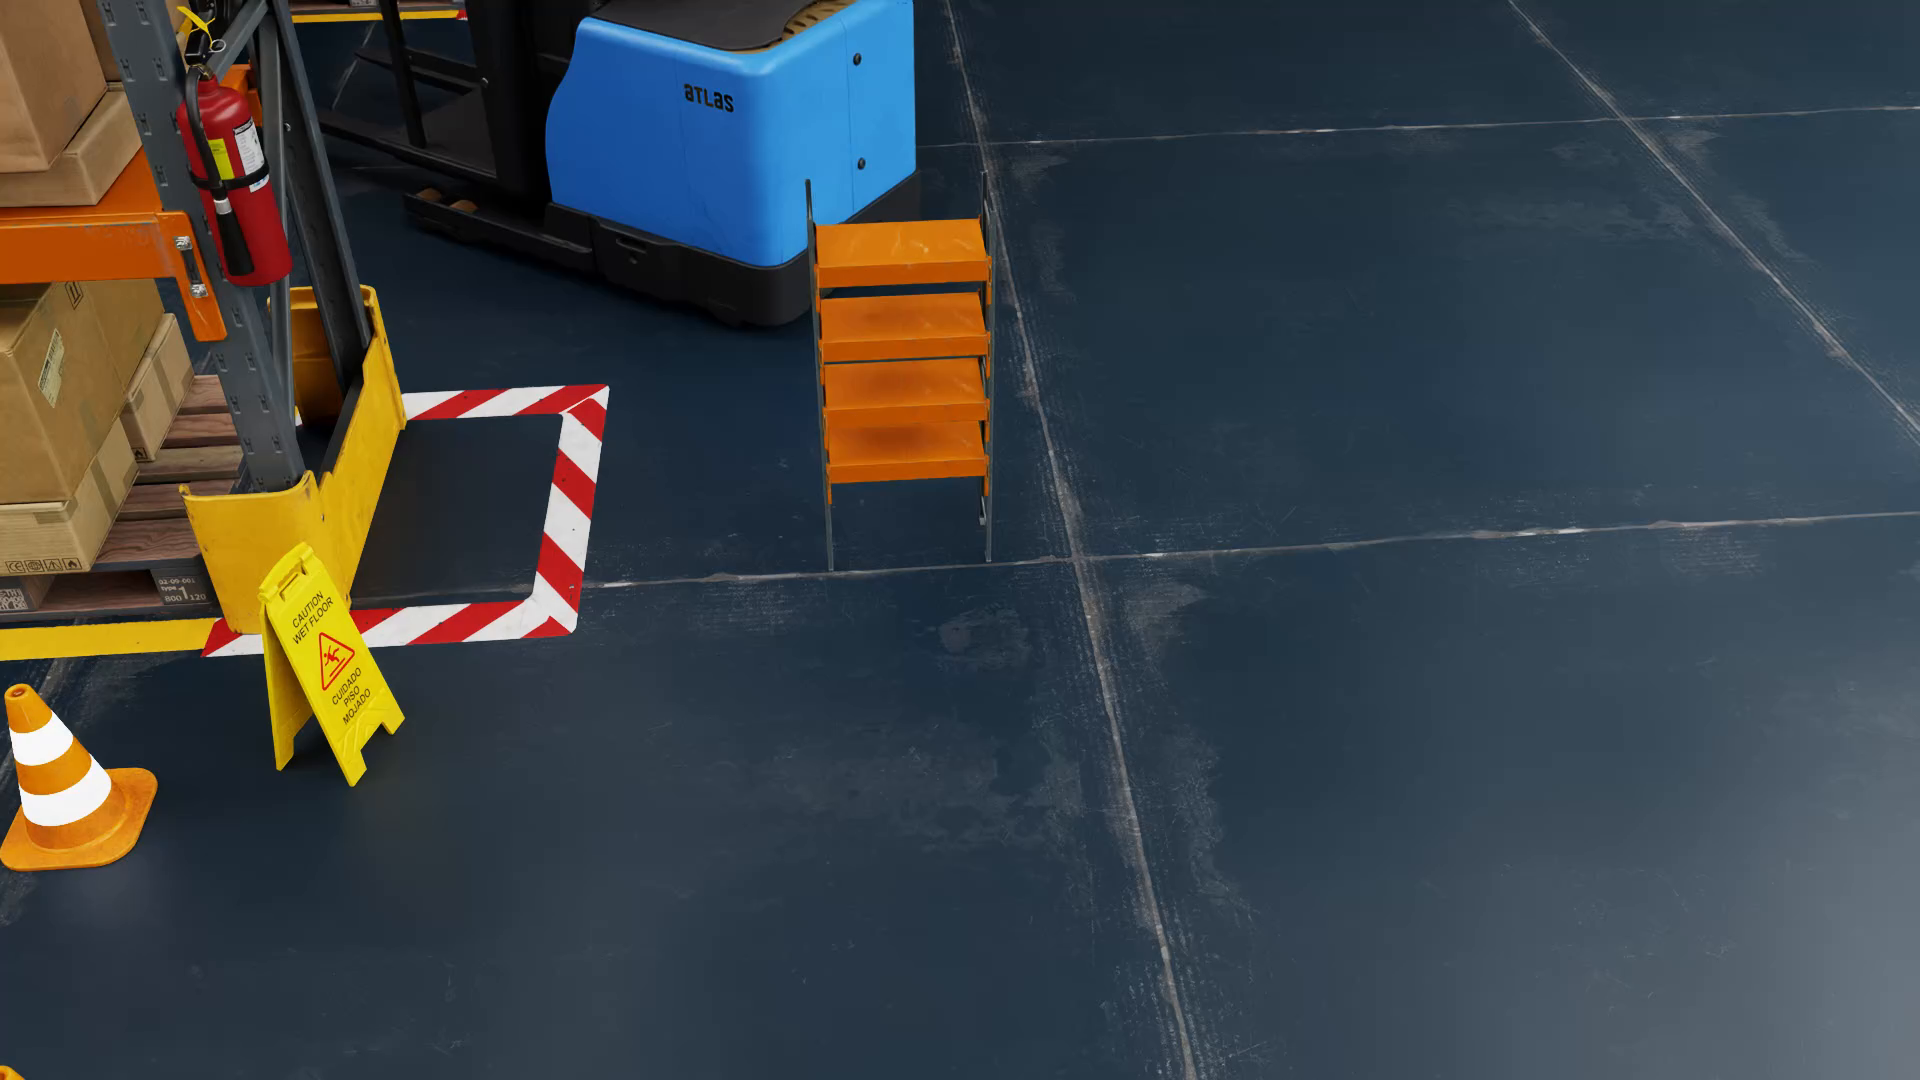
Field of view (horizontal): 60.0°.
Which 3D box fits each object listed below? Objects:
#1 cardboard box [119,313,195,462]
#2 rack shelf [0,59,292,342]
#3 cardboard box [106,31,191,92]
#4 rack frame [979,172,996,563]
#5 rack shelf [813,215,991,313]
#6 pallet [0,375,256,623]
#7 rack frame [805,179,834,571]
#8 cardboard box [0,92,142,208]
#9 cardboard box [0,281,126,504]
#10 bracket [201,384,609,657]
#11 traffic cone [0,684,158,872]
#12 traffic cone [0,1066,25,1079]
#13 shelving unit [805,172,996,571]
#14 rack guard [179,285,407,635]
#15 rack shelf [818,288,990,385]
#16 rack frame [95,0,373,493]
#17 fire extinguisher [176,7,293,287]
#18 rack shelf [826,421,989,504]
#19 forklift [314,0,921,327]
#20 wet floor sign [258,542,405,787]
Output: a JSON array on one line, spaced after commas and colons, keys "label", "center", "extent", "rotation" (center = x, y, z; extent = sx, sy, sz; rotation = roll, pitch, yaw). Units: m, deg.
[{"label": "cardboard box", "center": [-2.800, -0.481, 5.318], "extent": [0.500, 0.250, 0.500], "rotation": [-3, 38, -4]}, {"label": "rack shelf", "center": [-3.964, -0.877, 4.520], "extent": [4.000, 0.370, 1.077], "rotation": [-3, 38, -4]}, {"label": "cardboard box", "center": [-2.329, -1.279, 4.652], "extent": [0.250, 0.149, 0.380], "rotation": [-3, 38, -4]}, {"label": "rack frame", "center": [0.078, -0.475, 4.884], "extent": [0.015, 1.200, 0.240], "rotation": [-3, 38, -4]}, {"label": "rack shelf", "center": [-0.165, -0.770, 4.623], "extent": [0.480, 0.148, 0.258], "rotation": [-3, 38, -4]}, {"label": "pallet", "center": [-2.860, -0.147, 5.266], "extent": [1.213, 0.211, 1.003], "rotation": [-3, 38, -4]}, {"label": "rack frame", "center": [-0.408, -0.449, 4.850], "extent": [0.015, 1.200, 0.240], "rotation": [-3, 38, -4]}, {"label": "cardboard box", "center": [-2.326, -1.018, 4.321], "extent": [0.250, 0.149, 0.380], "rotation": [-2, 38, -2]}, {"label": "cardboard box", "center": [-2.747, -0.444, 4.666], "extent": [0.500, 0.500, 0.500], "rotation": [-3, 38, -4]}, {"label": "bracket", "center": [-1.724, -0.110, 5.390], "extent": [1.079, 0.001, 1.378], "rotation": [-3, 38, -4]}, {"label": "traffic cone", "center": [-2.286, 0.547, 4.184], "extent": [0.334, 0.463, 0.336], "rotation": [-3, 38, -4]}, {"label": "traffic cone", "center": [-1.849, 1.213, 3.339], "extent": [0.334, 0.463, 0.336], "rotation": [-3, 38, -4]}, {"label": "shelving unit", "center": [-0.165, -0.462, 4.867], "extent": [0.503, 1.200, 0.258], "rotation": [-3, 38, -4]}, {"label": "rack guard", "center": [-2.048, -0.283, 5.205], "extent": [0.348, 0.500, 1.175], "rotation": [-3, 38, -4]}, {"label": "rack shelf", "center": [-0.165, -0.585, 4.770], "extent": [0.480, 0.148, 0.258], "rotation": [-3, 38, -4]}, {"label": "rack frame", "center": [-1.972, -1.269, 4.436], "extent": [0.127, 3.000, 1.000], "rotation": [-3, 38, -4]}, {"label": "fire extinguisher", "center": [-1.818, -0.960, 4.108], "extent": [0.183, 0.674, 0.296], "rotation": [-3, 38, -4]}, {"label": "rack shelf", "center": [-0.165, -0.253, 5.032], "extent": [0.480, 0.148, 0.258], "rotation": [-3, 38, -4]}, {"label": "forklift", "center": [-1.686, -2.623, 6.208], "extent": [3.031, 2.935, 1.130], "rotation": [21, 43, 24]}, {"label": "wet floor sign", "center": [-1.688, 0.305, 4.342], "extent": [0.232, 0.644, 0.267], "rotation": [9, 39, 12]}]
